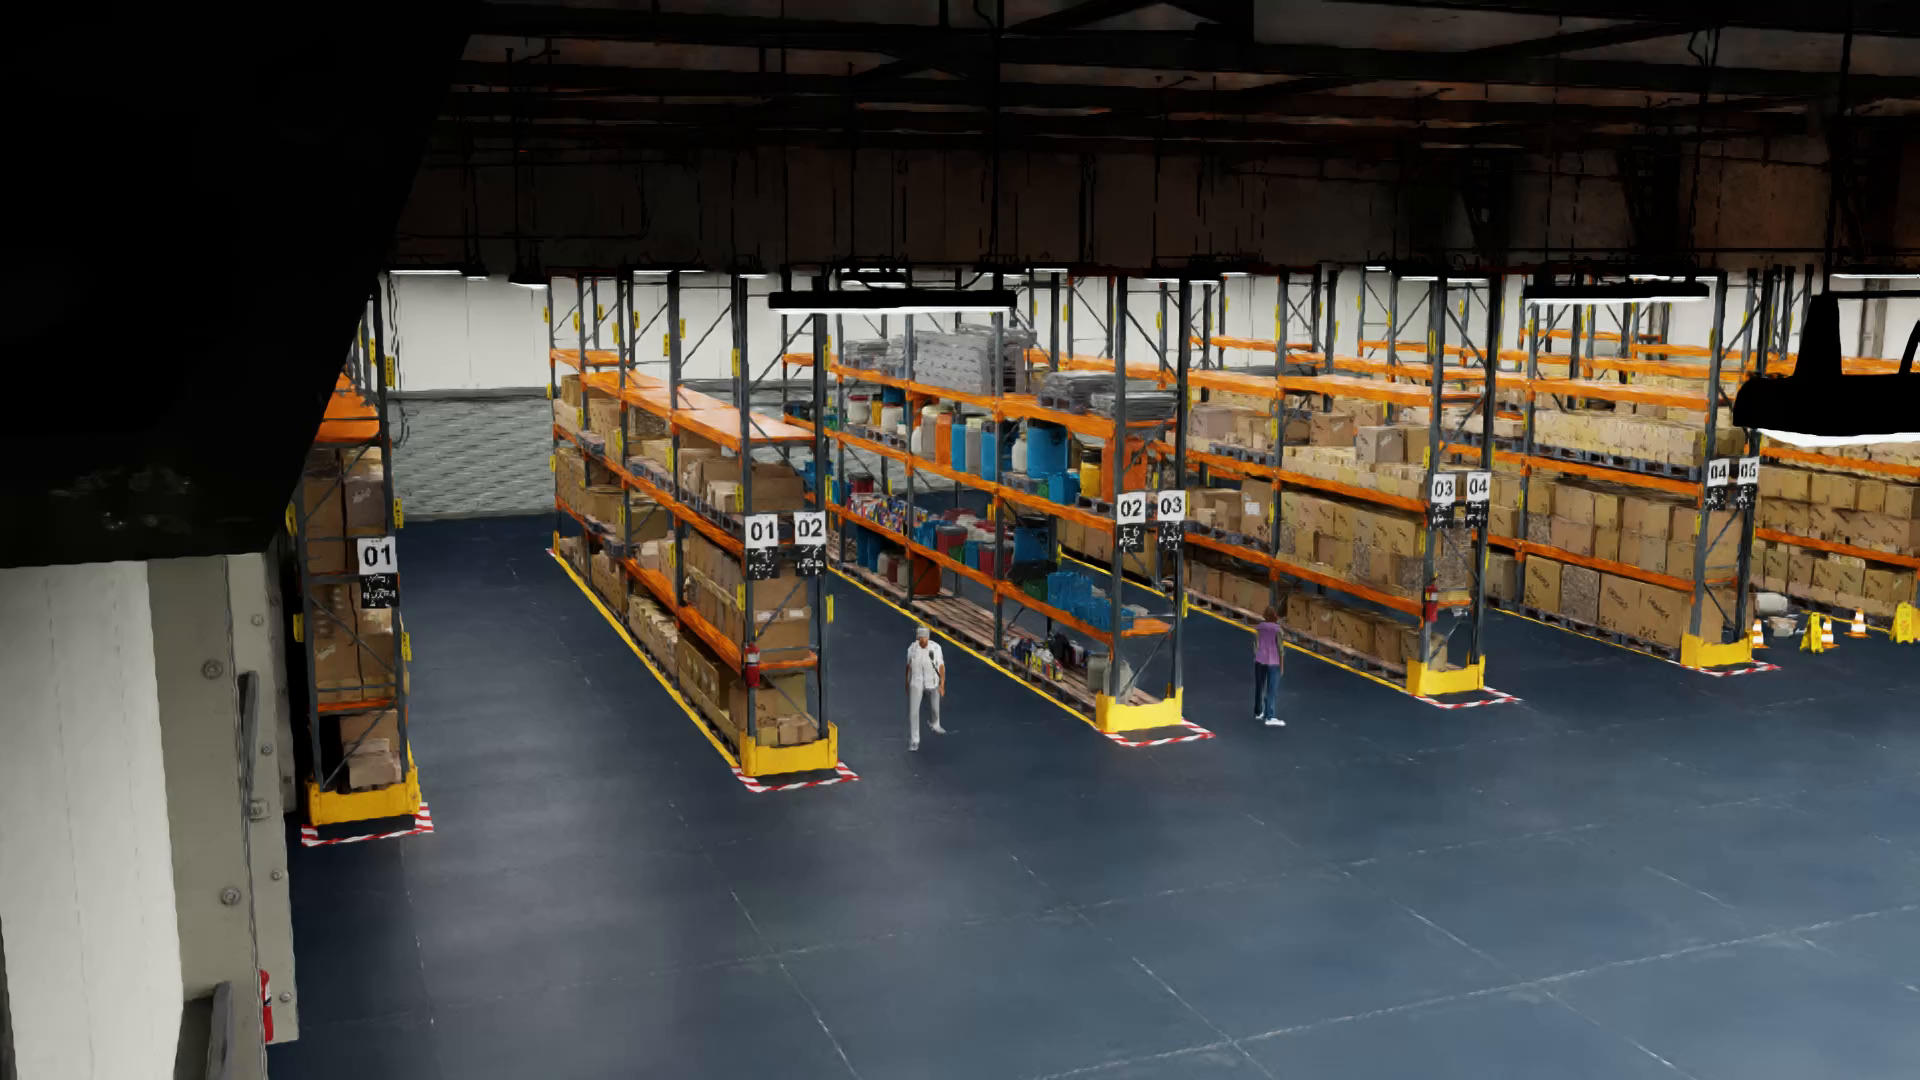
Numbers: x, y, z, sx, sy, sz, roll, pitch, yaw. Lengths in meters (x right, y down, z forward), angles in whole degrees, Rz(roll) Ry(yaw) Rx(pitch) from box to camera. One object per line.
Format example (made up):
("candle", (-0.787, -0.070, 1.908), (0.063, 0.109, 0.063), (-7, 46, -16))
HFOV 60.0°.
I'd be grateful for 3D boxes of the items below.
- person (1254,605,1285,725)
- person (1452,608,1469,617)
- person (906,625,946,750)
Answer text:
("person", (4.174, 1.666, 22.407), (0.504, 1.603, 0.419), (8, 13, 40))
("person", (8.421, 0.516, 29.012), (0.443, 1.588, 1.110), (-3, 10, -19))
("person", (-0.445, 1.844, 21.453), (0.520, 1.599, 0.914), (0, 10, -1))
